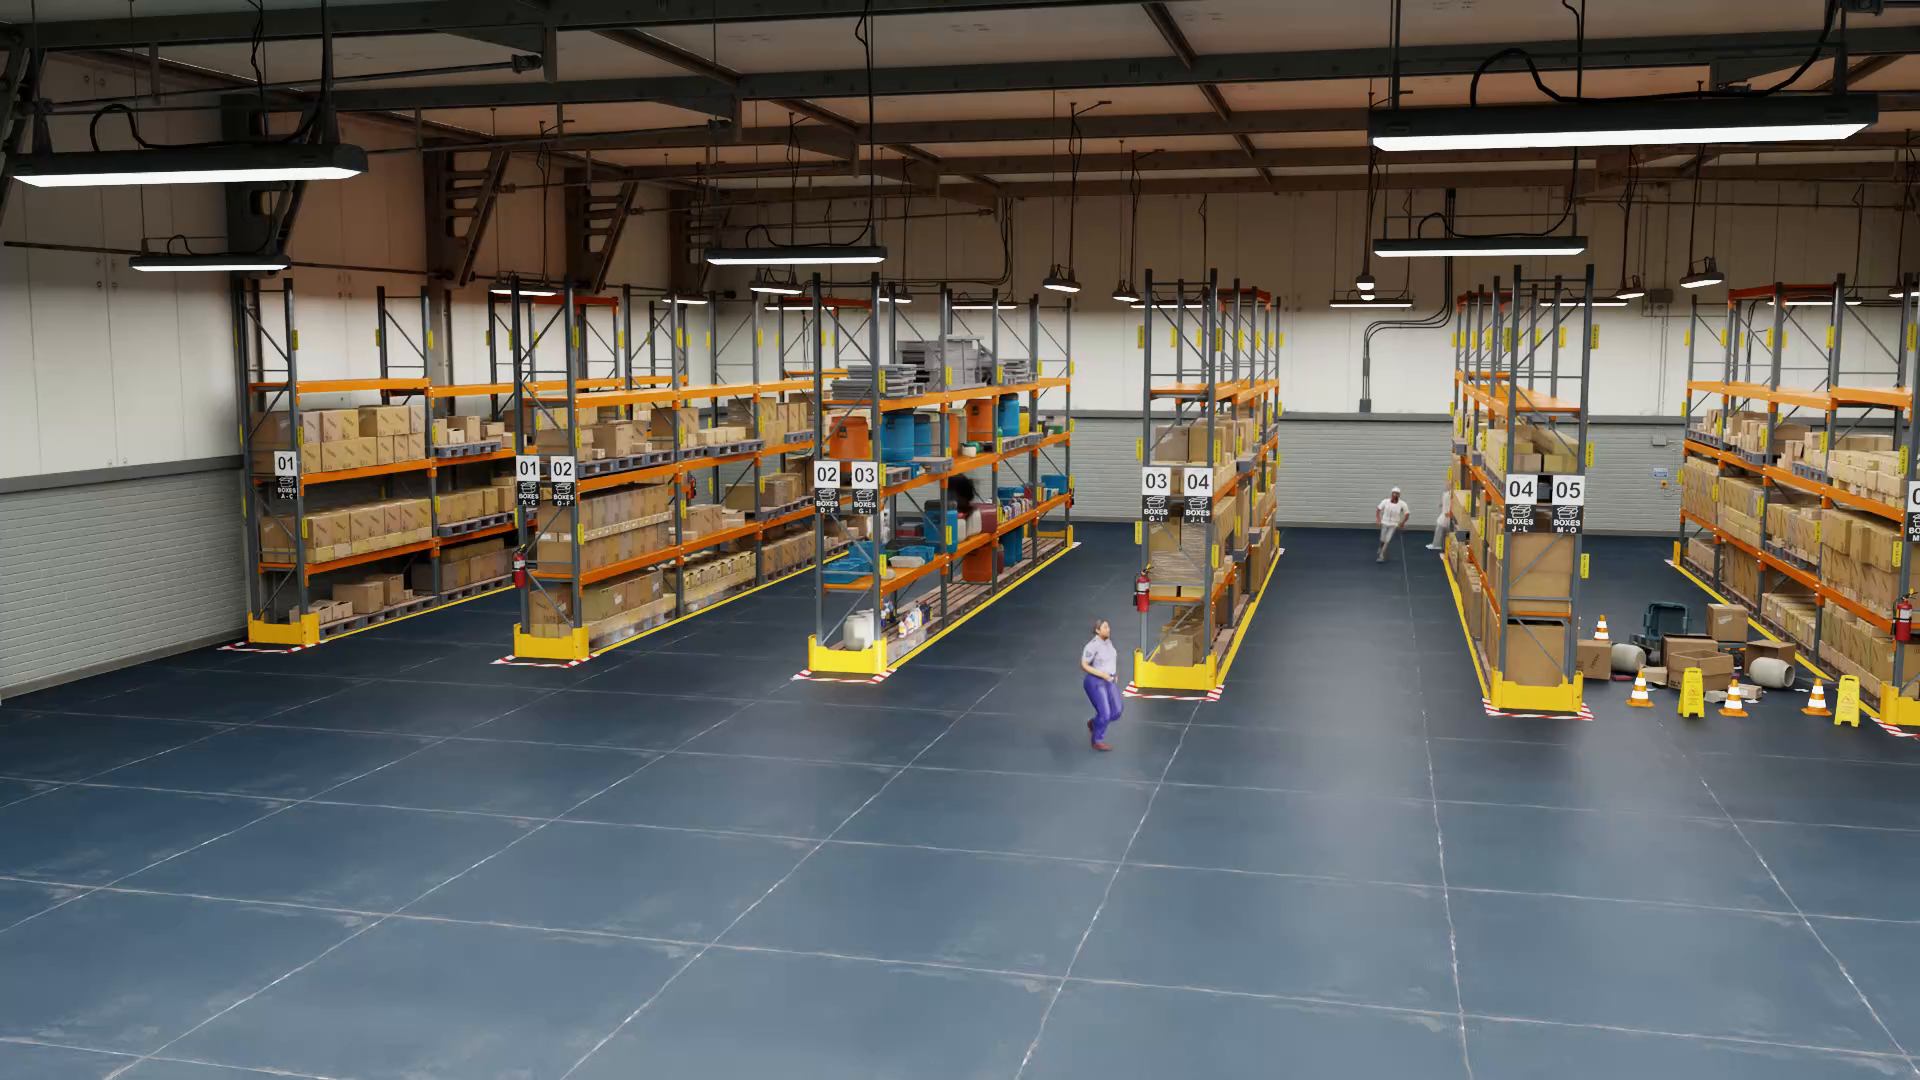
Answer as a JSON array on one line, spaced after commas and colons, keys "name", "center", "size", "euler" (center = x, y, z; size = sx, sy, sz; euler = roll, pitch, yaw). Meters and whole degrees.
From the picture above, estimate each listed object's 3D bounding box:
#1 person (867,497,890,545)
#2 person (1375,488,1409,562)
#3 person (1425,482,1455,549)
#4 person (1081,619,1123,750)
[{"name": "person", "center": [-1.593, -0.075, 33.087], "size": [0.604, 1.663, 0.551], "euler": [1, 7, 7]}, {"name": "person", "center": [9.778, -0.346, 37.636], "size": [0.737, 1.693, 0.566], "euler": [3, 7, 22]}, {"name": "person", "center": [11.583, -0.595, 39.486], "size": [0.952, 1.704, 0.851], "euler": [2, 7, 13]}, {"name": "person", "center": [1.754, 1.768, 20.431], "size": [0.531, 1.602, 0.627], "euler": [6, 9, 40]}]
